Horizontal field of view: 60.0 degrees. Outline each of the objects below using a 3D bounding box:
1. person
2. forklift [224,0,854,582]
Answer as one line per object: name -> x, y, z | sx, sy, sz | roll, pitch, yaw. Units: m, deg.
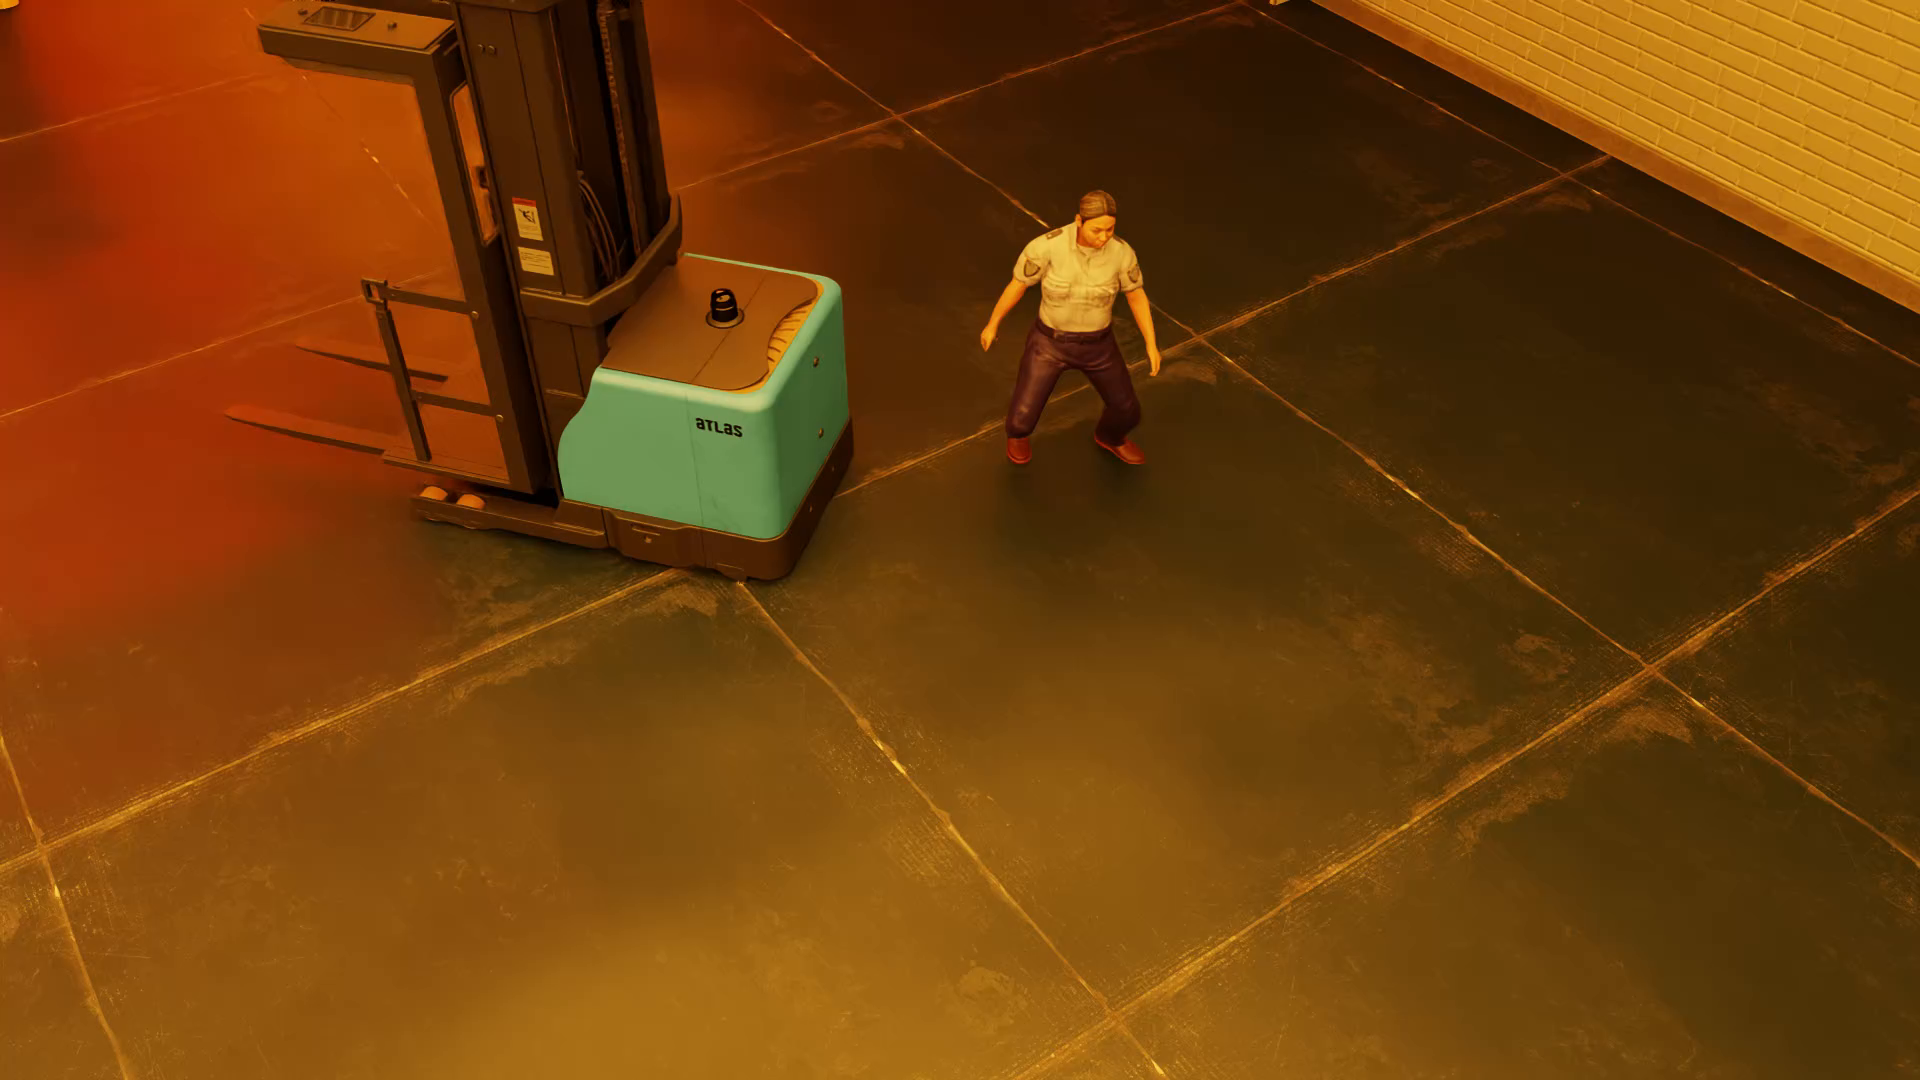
person -> 0.518, -0.925, 7.746 | 0.838, 1.569, 0.494 | 0, 43, 0
forklift -> -2.101, -1.460, 7.300 | 3.031, 2.935, 1.130 | 11, 44, 12
